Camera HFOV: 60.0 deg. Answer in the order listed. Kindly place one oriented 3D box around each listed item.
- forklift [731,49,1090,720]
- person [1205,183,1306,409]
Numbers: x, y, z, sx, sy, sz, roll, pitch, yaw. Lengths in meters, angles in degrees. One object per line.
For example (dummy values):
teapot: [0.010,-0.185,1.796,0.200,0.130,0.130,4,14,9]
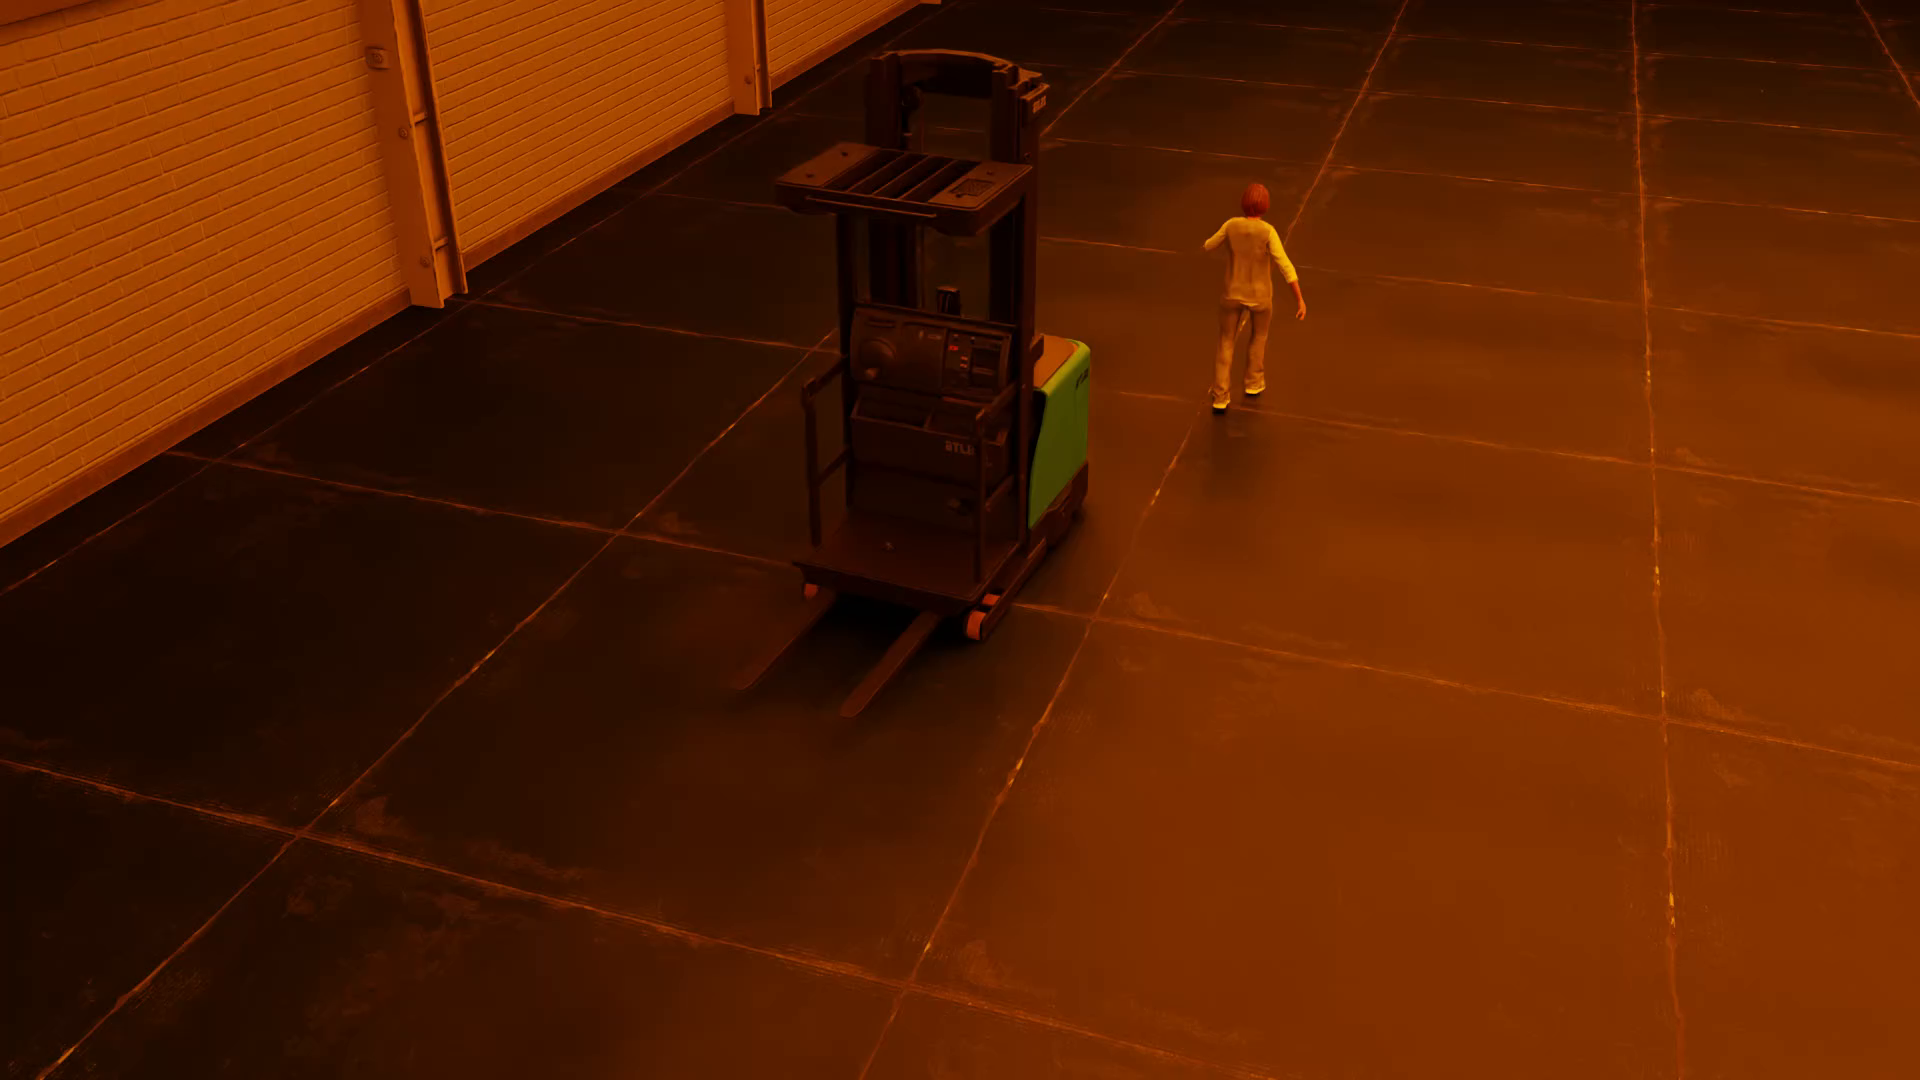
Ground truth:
forklift: [-0.246,-0.960,8.821,1.130,2.935,3.031,12,32,20]
person: [2.016,-1.688,11.488,0.822,1.579,0.708,12,32,19]
